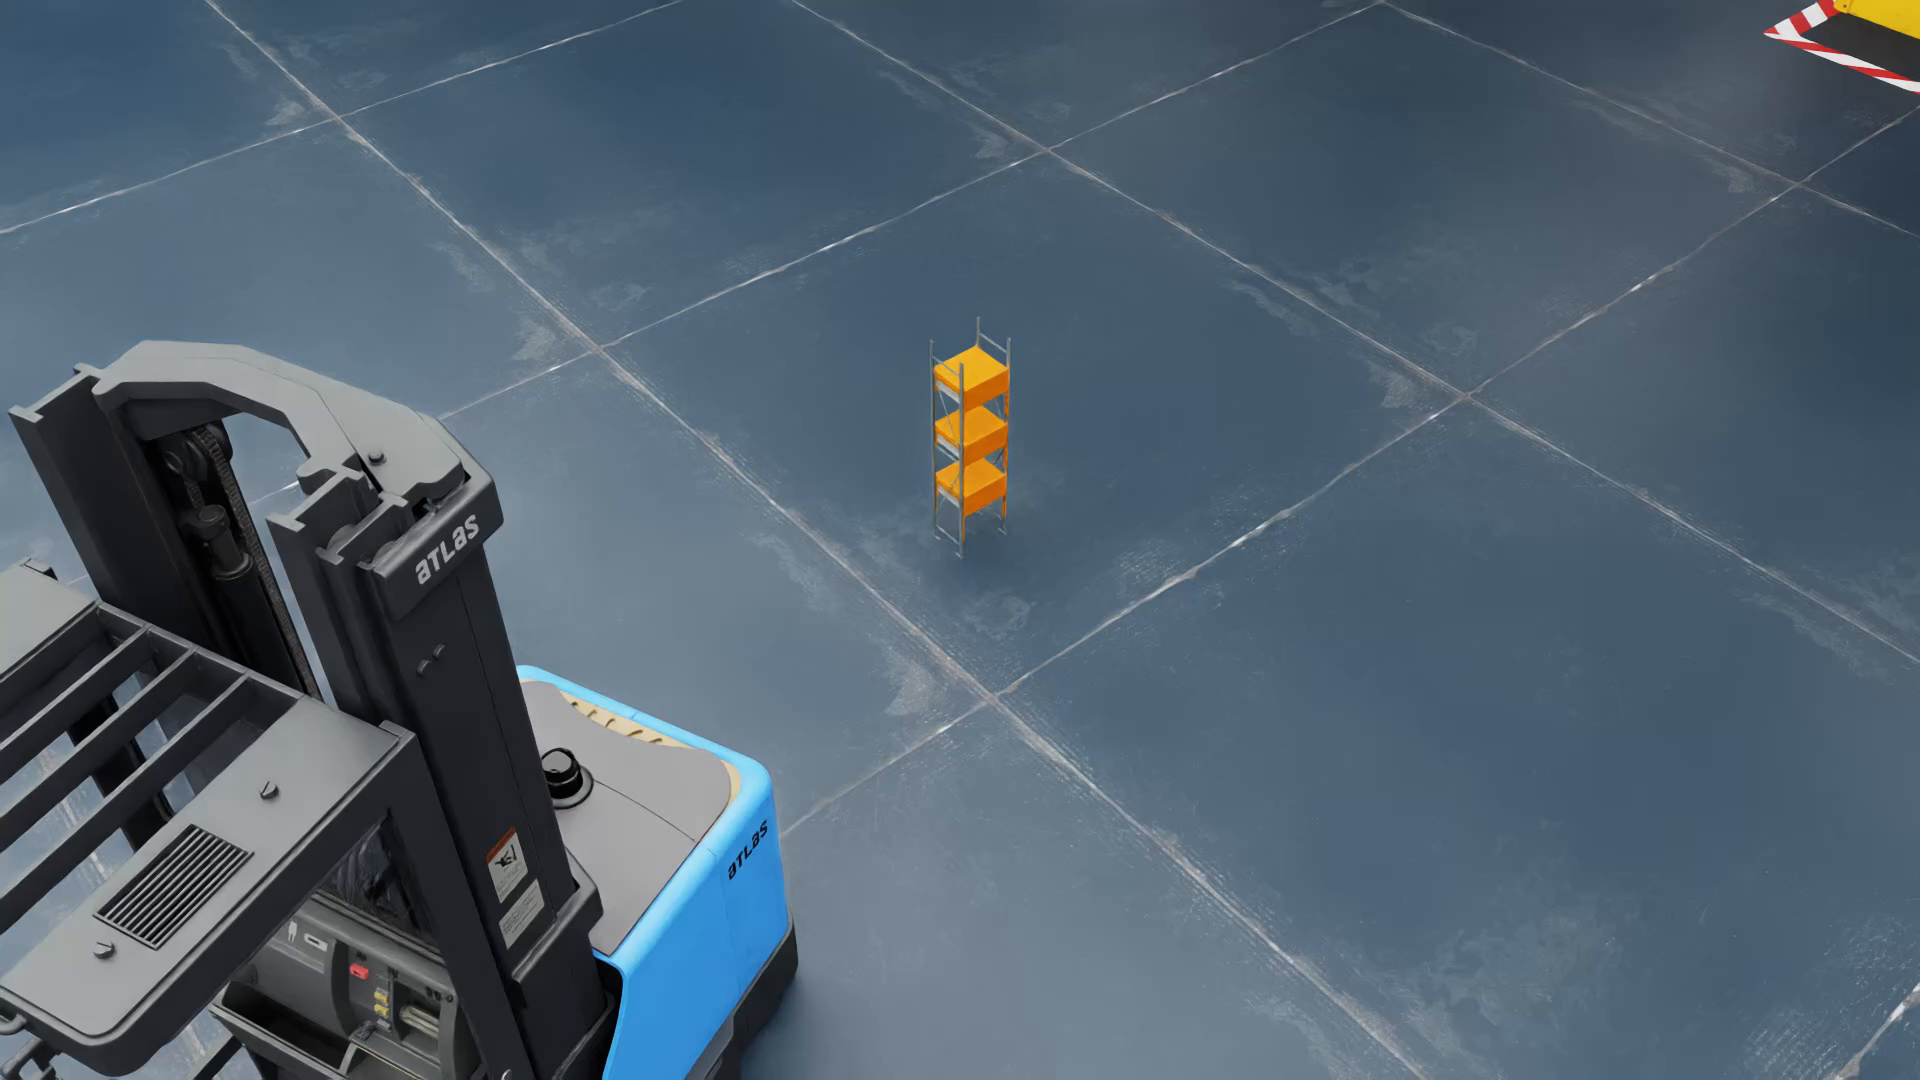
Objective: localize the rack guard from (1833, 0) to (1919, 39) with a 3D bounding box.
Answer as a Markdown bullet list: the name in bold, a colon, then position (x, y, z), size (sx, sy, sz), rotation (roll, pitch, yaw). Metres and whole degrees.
- **rack guard**: position (6.261, -3.479, 10.589), size (0.348, 0.500, 1.175), rotation (-30, 51, -28)

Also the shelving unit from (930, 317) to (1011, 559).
- **shelving unit**: position (0.041, -0.406, 6.916), size (0.252, 1.050, 0.215), rotation (-30, 51, -28)

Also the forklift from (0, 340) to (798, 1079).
- **forklift**: position (-1.674, 1.137, 3.898), size (1.130, 2.935, 3.031), rotation (20, 47, 20)

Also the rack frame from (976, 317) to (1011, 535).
- **rack frame**: position (0.135, -0.460, 6.973), size (0.008, 1.050, 0.200), rotation (-30, 51, -28)

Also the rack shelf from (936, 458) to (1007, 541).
- **rack shelf**: position (0.041, -0.196, 7.113), size (0.240, 0.259, 0.215), rotation (-30, 51, -28)

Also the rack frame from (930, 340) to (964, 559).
- **rack frame**: position (-0.053, -0.353, 6.859), size (0.008, 1.050, 0.200), rotation (-30, 51, -28)

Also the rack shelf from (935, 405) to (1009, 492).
- **rack shelf**: position (0.041, -0.398, 6.923), size (0.240, 0.259, 0.215), rotation (-30, 51, -28)

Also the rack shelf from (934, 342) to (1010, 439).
- **rack shelf**: position (0.041, -0.605, 6.729), size (0.240, 0.259, 0.215), rotation (-30, 51, -28)
